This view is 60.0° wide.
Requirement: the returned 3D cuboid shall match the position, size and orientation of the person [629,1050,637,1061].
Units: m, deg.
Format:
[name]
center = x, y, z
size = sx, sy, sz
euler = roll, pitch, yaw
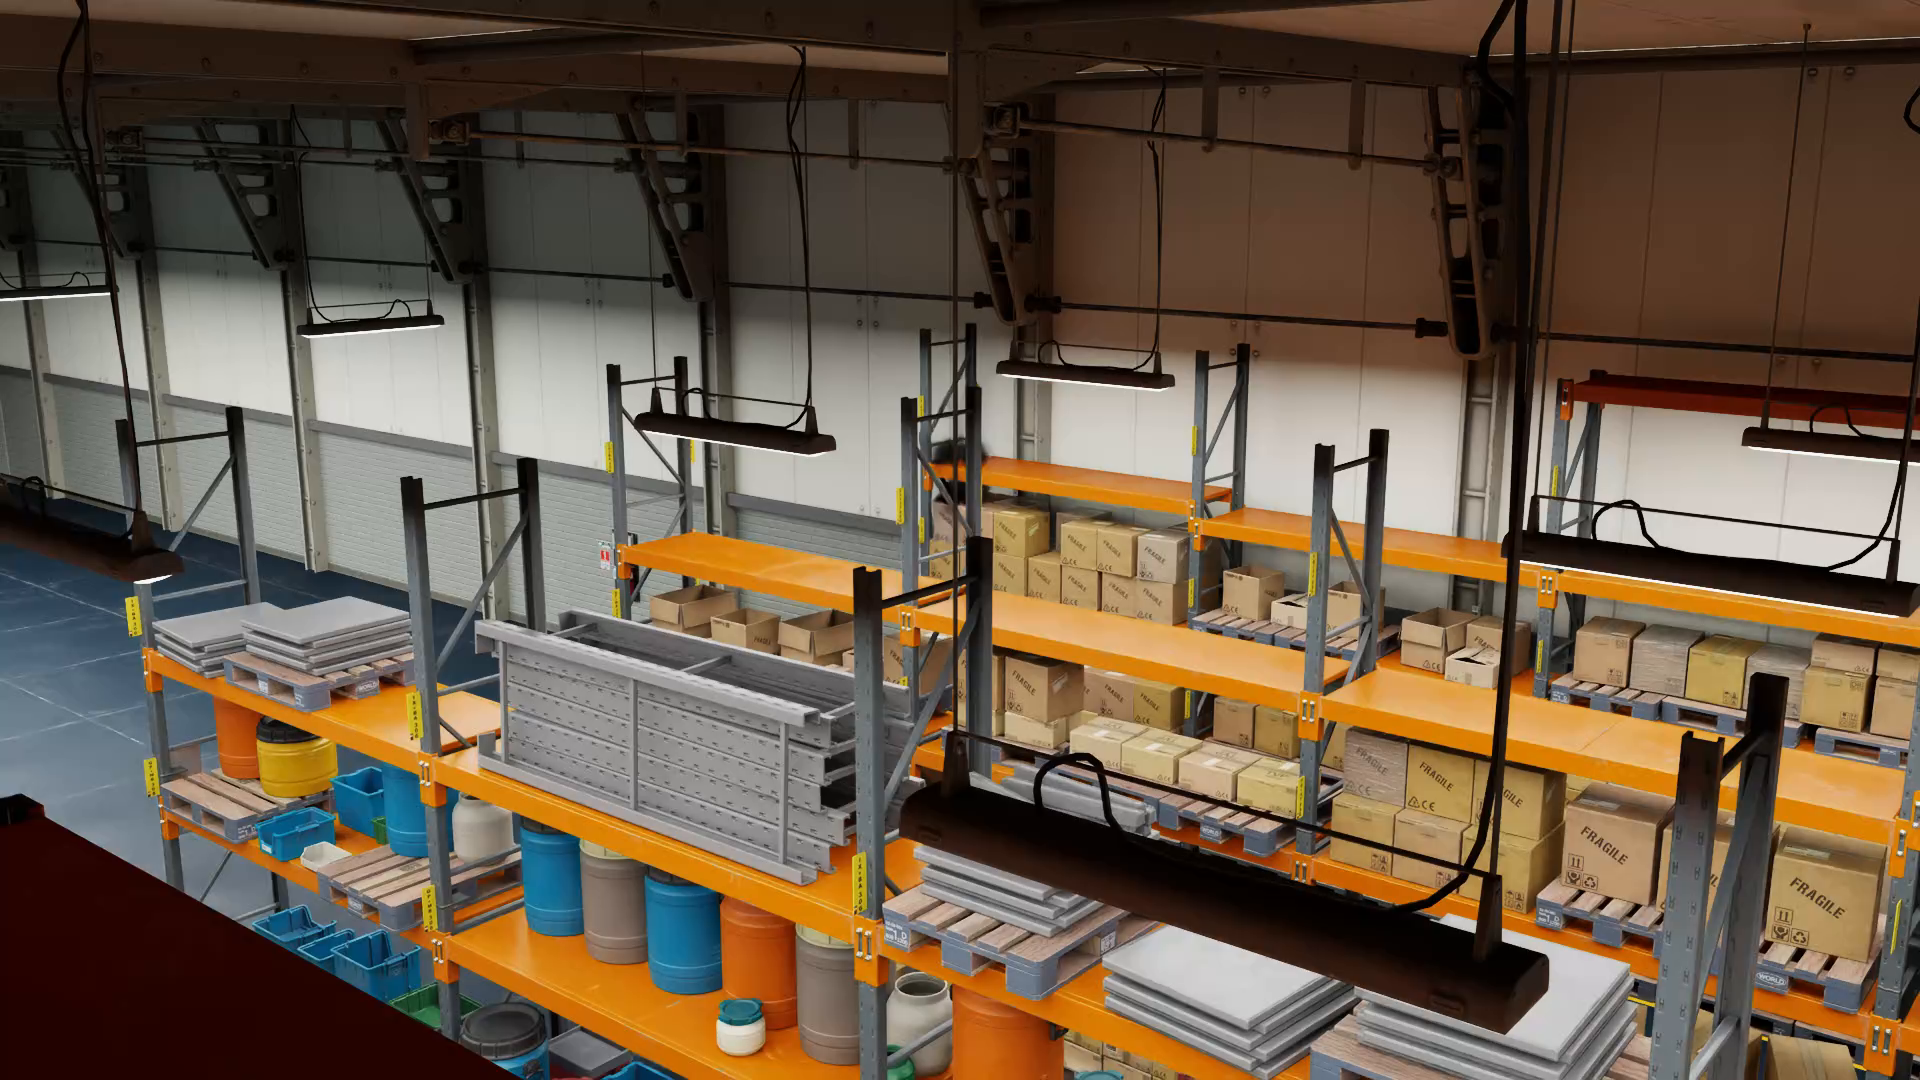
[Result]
[person]
center = -3.227, 3.926, 14.976
size = 0.927, 1.668, 0.618
euler = 6, 14, 26
